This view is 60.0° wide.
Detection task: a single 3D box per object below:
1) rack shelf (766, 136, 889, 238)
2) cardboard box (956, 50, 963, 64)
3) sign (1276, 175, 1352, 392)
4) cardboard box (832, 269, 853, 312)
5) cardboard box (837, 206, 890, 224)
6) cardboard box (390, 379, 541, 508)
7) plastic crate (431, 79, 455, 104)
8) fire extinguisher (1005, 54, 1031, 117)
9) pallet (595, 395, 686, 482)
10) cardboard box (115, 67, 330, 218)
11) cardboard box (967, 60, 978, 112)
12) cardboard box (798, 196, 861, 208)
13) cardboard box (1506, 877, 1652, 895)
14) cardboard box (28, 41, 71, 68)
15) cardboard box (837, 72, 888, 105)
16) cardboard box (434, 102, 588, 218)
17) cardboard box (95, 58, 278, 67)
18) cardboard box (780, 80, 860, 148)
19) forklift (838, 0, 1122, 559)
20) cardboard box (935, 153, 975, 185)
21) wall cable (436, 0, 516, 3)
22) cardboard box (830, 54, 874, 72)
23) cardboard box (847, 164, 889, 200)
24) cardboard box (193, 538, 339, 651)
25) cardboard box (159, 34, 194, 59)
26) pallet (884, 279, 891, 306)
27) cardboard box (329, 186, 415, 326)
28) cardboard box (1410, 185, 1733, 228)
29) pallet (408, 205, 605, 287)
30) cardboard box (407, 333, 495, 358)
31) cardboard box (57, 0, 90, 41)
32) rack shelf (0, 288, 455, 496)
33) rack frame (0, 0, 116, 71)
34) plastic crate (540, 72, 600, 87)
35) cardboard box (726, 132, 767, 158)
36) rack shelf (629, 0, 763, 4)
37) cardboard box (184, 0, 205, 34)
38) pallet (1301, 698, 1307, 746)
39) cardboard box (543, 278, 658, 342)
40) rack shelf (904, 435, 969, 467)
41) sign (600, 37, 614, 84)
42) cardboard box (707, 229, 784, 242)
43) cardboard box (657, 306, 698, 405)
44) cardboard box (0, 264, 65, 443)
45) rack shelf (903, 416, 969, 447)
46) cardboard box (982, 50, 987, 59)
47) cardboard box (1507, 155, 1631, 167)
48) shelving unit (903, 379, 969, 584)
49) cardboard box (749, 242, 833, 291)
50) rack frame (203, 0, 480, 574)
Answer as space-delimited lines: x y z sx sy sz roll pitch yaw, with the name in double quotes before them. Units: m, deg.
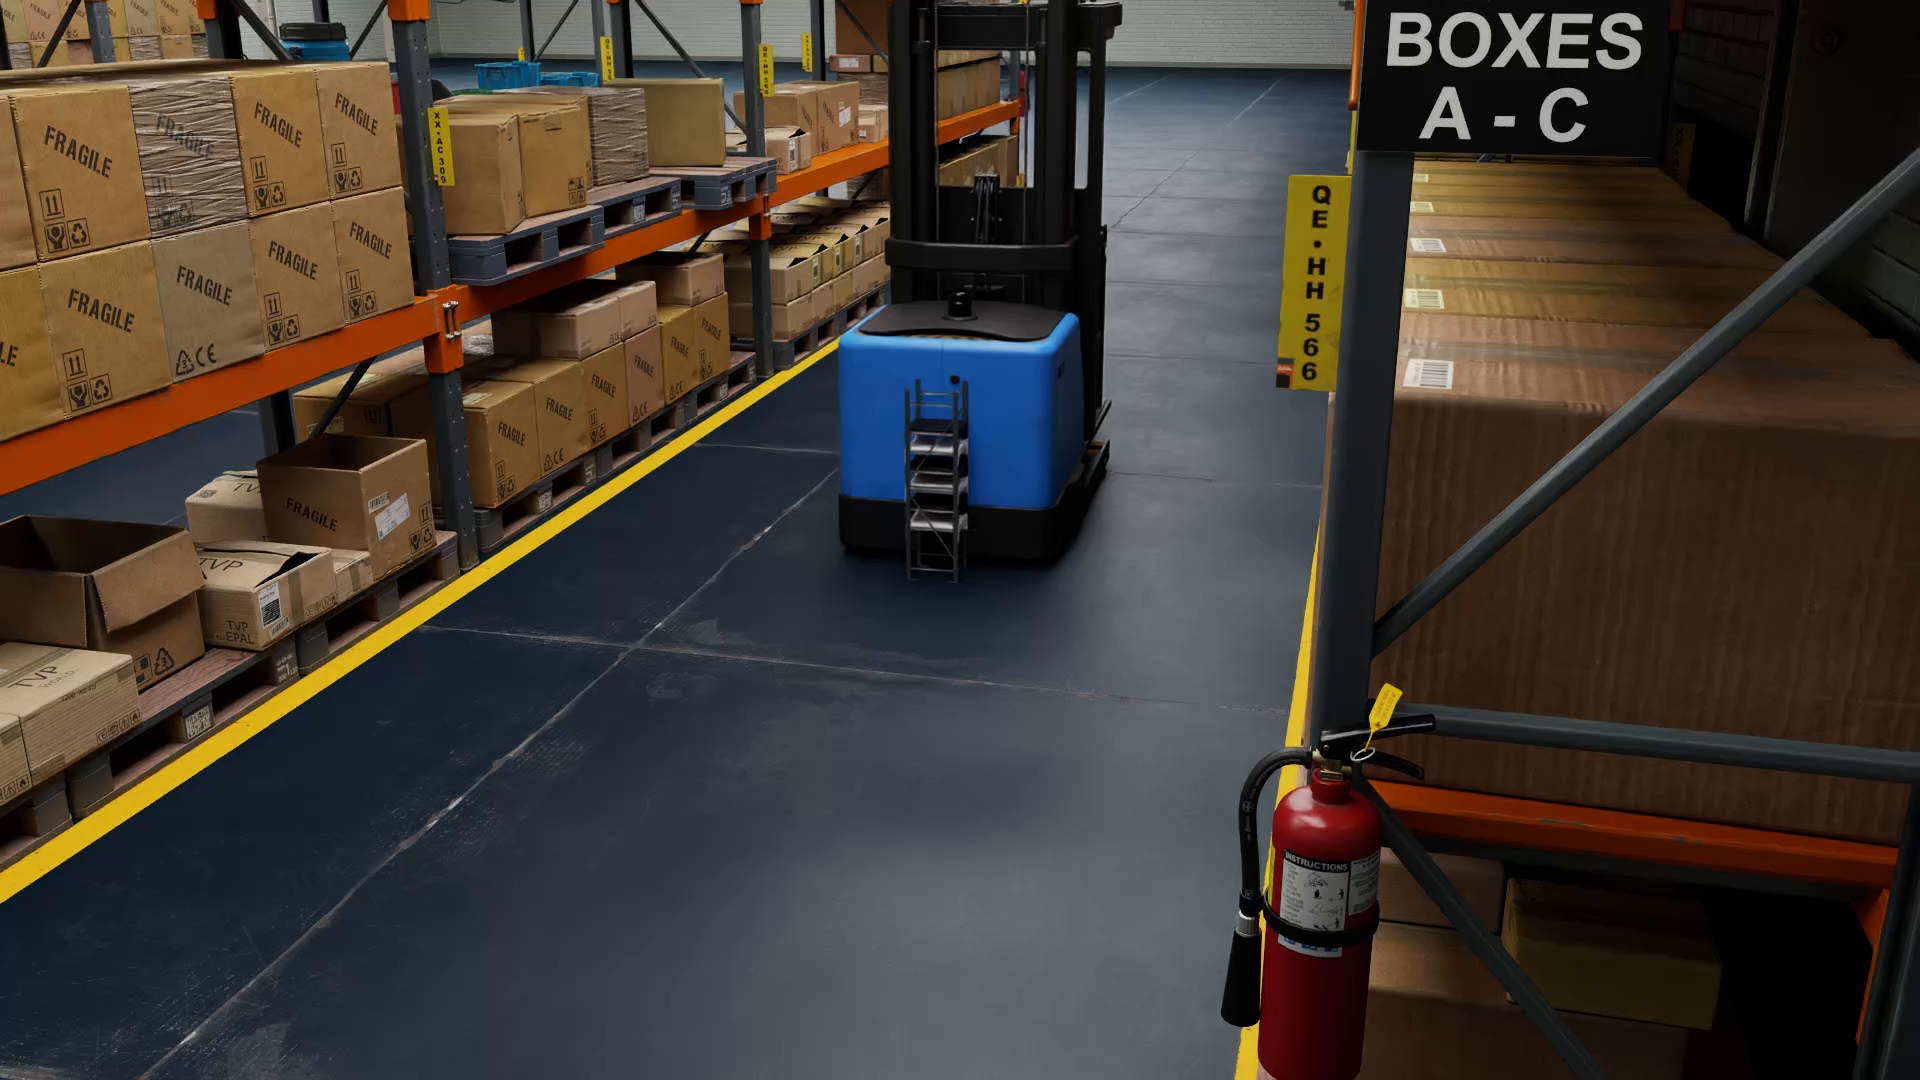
"rack shelf" -1.300 -2.863 13.041 1.077 0.370 4.000 5 19 13
"cardboard box" -0.182 -4.739 16.263 0.380 0.149 0.250 4 19 13
"sign" 0.539 -0.386 2.519 0.100 0.325 0.005 5 19 13
"cardboard box" -1.132 -1.936 12.819 0.500 0.250 0.500 4 19 12
"cardboard box" -0.753 -2.680 14.129 0.500 0.311 0.500 5 20 15
"cardboard box" -2.411 -0.480 8.139 0.500 0.500 0.500 4 19 11
"plastic crate" -5.362 -4.347 16.370 0.767 0.338 0.504 5 19 13
"fire extinguisher" 0.646 -5.047 18.444 0.296 0.674 0.183 5 19 13
"pallet" -2.307 -0.644 9.748 1.003 0.211 1.213 5 19 13
"cardboard box" -2.761 -1.503 6.247 0.500 0.500 0.500 4 19 12
"cardboard box" -0.211 -4.666 17.052 0.700 0.500 0.500 5 19 14
"cardboard box" -1.153 -2.883 14.724 0.500 0.311 0.500 5 19 14
"cardboard box" 1.258 0.921 4.067 0.700 0.500 0.500 5 19 13
"cardboard box" -10.090 -5.092 17.839 0.875 0.500 0.500 5 19 13
"cardboard box" -0.709 -4.017 15.153 0.700 0.500 0.500 4 19 12
"cardboard box" -2.326 -1.920 8.364 0.700 0.500 0.500 8 20 22
"cardboard box" -3.153 -1.718 6.874 0.500 0.500 0.500 5 20 15
"cardboard box" -1.143 -3.473 13.560 0.500 0.500 0.500 6 20 17
"forklift" 0.231 -1.739 8.744 1.130 2.935 3.031 4 19 11
"cardboard box" -0.150 -3.516 16.286 0.500 0.500 0.500 5 19 13
"wall cable" -15.575 -18.485 53.189 3.097 2.526 0.112 5 19 13
"cardboard box" -0.952 -4.286 14.938 0.380 0.149 0.250 5 19 13
"cardboard box" -0.776 -3.401 15.948 0.500 0.500 0.500 5 19 13
"cardboard box" -2.813 0.178 6.506 0.500 0.311 0.500 5 19 13
"cardboard box" -9.606 -5.719 19.675 0.875 0.500 0.500 5 19 13
"pallet" -0.953 -2.276 14.526 1.003 0.211 1.213 5 19 13
"cardboard box" -2.639 -1.193 6.885 0.500 0.500 0.500 5 19 14
"cardboard box" 1.707 -0.677 5.066 0.980 0.700 0.700 4 19 12
"pallet" -2.464 -1.474 8.158 1.003 0.211 1.213 5 19 13
"cardboard box" -2.671 -0.837 9.183 0.500 0.500 0.500 5 19 14
"cardboard box" -9.816 -5.709 18.100 0.500 0.500 0.500 5 19 13
"rack shelf" -3.254 -0.355 5.700 1.077 0.370 4.000 5 19 13
"rack frame" -6.591 -2.969 12.238 1.000 3.000 0.127 5 19 13
"plastic crate" -4.468 -5.225 19.075 0.499 0.251 0.616 5 19 13
"cardboard box" -1.657 -2.645 11.428 0.500 0.311 0.500 6 20 17
"rack shelf" -1.300 -4.282 12.556 1.077 0.370 4.000 5 19 13
"cardboard box" -9.333 -6.337 19.937 0.500 0.500 0.500 5 19 13
"pallet" 1.777 0.619 6.048 1.003 0.211 1.213 5 19 13
"cardboard box" -2.045 -1.306 9.396 0.500 0.250 0.500 4 19 12
"rack shelf" -0.106 -0.403 7.522 0.258 0.077 0.200 4 19 11
"sign" -2.327 -3.167 11.028 0.100 0.325 0.005 5 19 13
"cardboard box" -1.652 -2.244 12.854 0.500 0.311 0.500 5 19 13
"cardboard box" -1.916 -1.128 10.035 0.500 0.500 0.500 4 19 11
"cardboard box" -3.132 -0.554 5.013 0.500 0.500 0.500 5 19 13
"rack shelf" -0.106 -0.488 7.493 0.258 0.077 0.200 4 19 11
"cardboard box" 0.069 -5.062 17.209 0.380 0.149 0.250 5 19 14
"cardboard box" 2.396 -1.254 6.573 0.500 0.500 0.500 4 19 12
"shelving unit" -0.106 -0.264 7.570 0.258 0.900 0.210 4 19 11
"cardboard box" -1.255 -2.045 12.272 0.500 0.311 0.500 4 19 12
"rack frame" -2.765 -1.323 7.419 1.000 3.000 0.127 5 19 13
